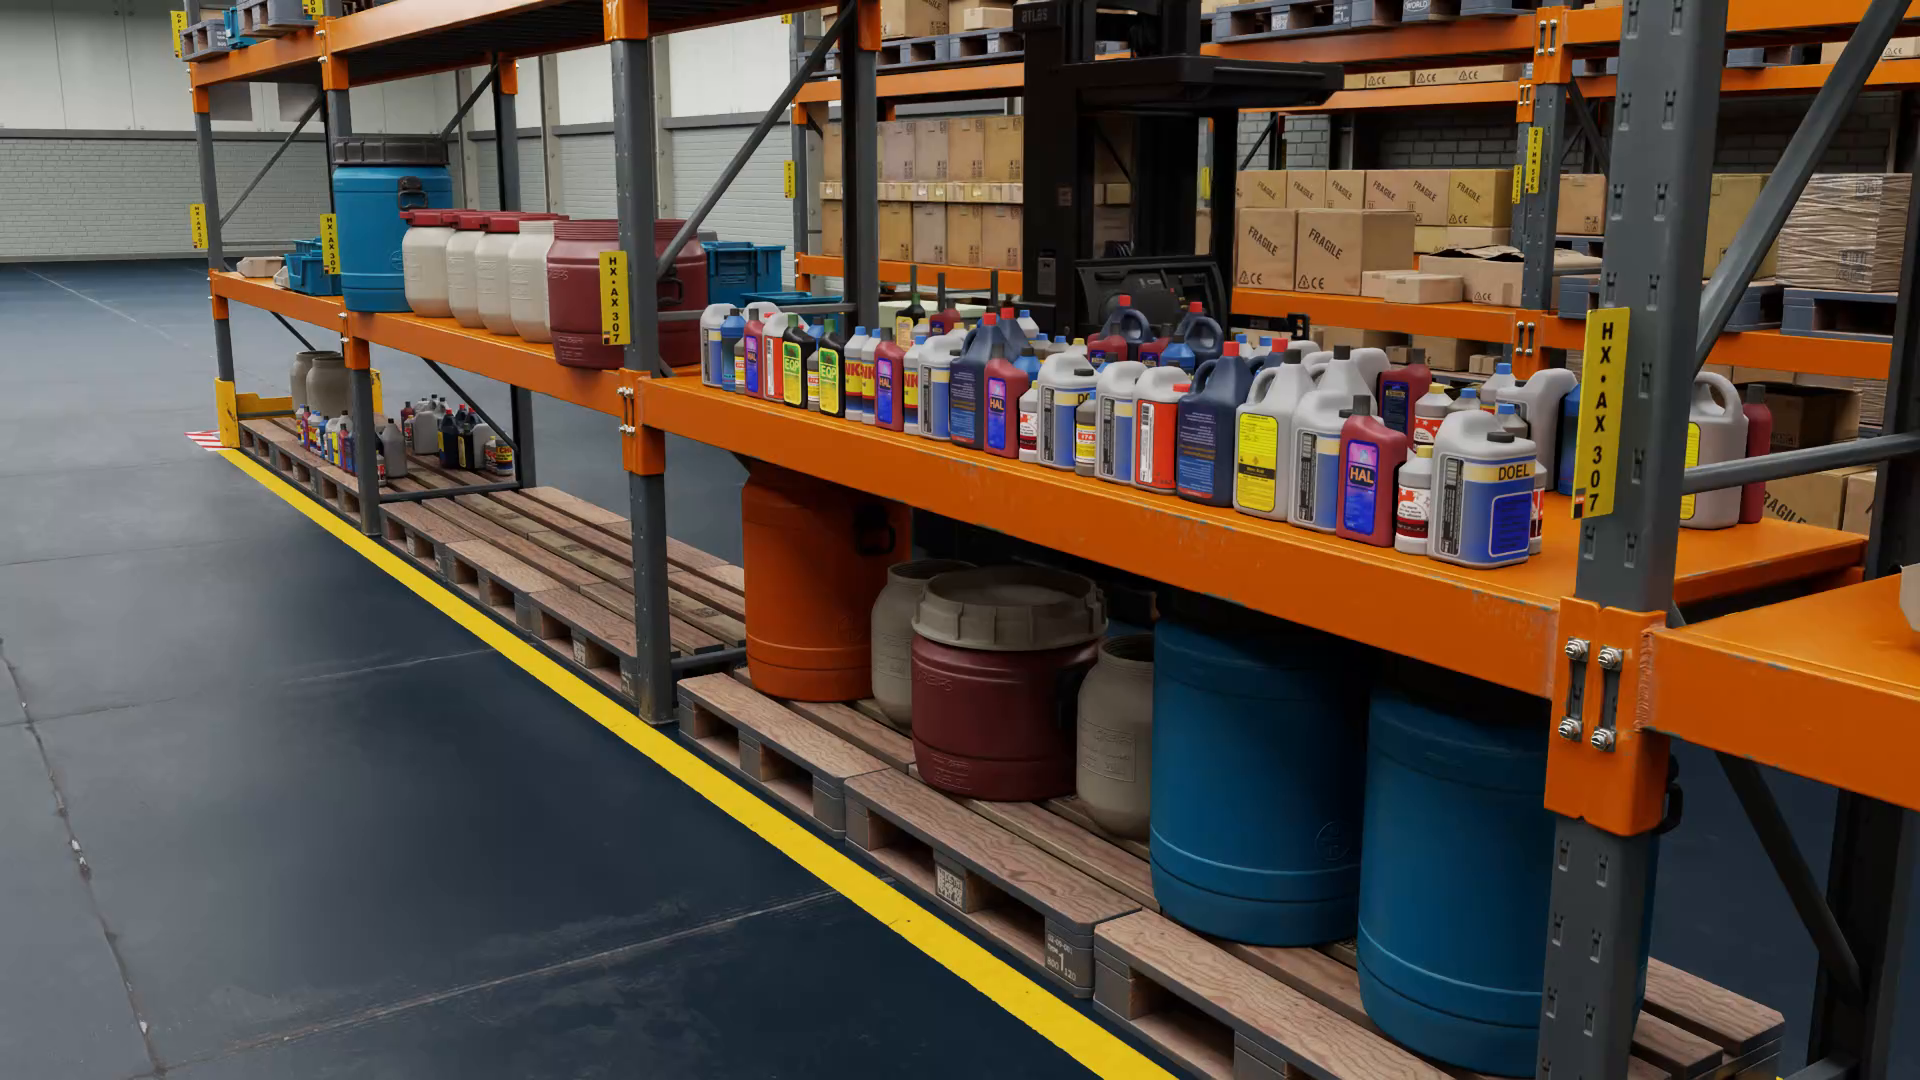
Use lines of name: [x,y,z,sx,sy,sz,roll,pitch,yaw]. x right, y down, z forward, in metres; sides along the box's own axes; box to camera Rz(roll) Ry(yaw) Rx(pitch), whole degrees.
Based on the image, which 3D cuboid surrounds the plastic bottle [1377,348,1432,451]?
plastic bottle: [1.116,-0.343,4.180,0.061,0.283,0.133,-8,15,-33]

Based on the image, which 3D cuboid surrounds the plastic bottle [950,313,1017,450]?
plastic bottle: [0.064,-0.422,4.388,0.144,0.351,0.185,-8,15,-33]

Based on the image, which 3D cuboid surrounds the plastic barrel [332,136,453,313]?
plastic barrel: [-3.014,-1.689,8.890,0.600,0.901,0.708,-8,15,-33]

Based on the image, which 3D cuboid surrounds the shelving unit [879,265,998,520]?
shelving unit: [-0.184,-0.772,9.379,0.431,1.500,0.755,-10,16,-38]

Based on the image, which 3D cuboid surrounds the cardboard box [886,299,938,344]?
cardboard box: [-0.388,-1.776,14.160,0.500,0.500,0.500,-8,15,-33]

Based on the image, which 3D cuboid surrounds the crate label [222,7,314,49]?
crate label: [-4.430,-3.281,10.670,0.502,0.251,0.408,-8,15,-33]

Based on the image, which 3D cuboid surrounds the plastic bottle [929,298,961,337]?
plastic bottle: [-0.053,-0.718,5.896,0.061,0.283,0.133,-8,15,-33]

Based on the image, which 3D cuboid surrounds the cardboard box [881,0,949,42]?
cardboard box: [-0.374,-4.306,13.464,0.500,0.500,0.500,-8,15,-33]

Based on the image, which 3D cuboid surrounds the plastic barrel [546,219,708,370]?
plastic barrel: [-1.269,-0.950,6.368,0.600,0.536,0.708,-8,15,-33]

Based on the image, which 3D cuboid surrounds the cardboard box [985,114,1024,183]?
cardboard box: [0.618,-2.985,12.719,0.700,0.500,0.500,-8,15,-33]

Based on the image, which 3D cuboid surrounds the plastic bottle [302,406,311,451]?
plastic bottle: [-4.337,-0.746,11.081,0.061,0.283,0.133,-8,15,-32]

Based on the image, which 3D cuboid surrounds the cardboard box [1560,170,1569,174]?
cardboard box: [5.185,-3.132,15.213,0.500,0.500,0.500,-9,15,-34]

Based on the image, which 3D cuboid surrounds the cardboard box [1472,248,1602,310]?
cardboard box: [3.201,-1.449,9.176,0.500,0.311,0.500,-7,14,-29]

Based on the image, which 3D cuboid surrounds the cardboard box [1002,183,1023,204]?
cardboard box: [0.538,-2.614,12.539,0.380,0.149,0.250,-9,15,-34]

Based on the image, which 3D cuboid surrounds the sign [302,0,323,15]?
sign: [-3.440,-2.955,8.812,0.100,0.325,0.005,-8,15,-33]

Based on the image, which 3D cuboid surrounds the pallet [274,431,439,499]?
pallet: [-3.993,-0.528,11.282,1.003,0.211,1.213,-8,15,-33]

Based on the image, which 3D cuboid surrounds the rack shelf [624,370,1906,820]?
rack shelf: [0.348,-0.130,4.619,1.077,0.370,4.000,-8,15,-33]

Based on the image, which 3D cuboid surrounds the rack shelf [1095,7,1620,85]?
rack shelf: [2.258,-2.893,10.230,1.077,0.370,4.000,-8,15,-33]

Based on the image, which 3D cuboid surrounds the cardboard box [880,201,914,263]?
cardboard box: [-0.253,-2.628,14.124,0.700,0.500,0.500,-8,15,-32]

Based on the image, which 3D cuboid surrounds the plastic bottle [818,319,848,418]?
plastic bottle: [-0.369,-0.512,4.957,0.061,0.283,0.133,-8,15,-33]

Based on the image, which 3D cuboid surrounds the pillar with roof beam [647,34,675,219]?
pillar with roof beam: [-9.393,-9.033,29.604,9.100,9.000,0.400,-8,15,-33]

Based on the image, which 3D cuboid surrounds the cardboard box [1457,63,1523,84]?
cardboard box: [4.784,-4.306,14.730,0.500,0.500,0.500,-8,14,-31]

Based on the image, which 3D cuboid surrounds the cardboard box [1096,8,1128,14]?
cardboard box: [1.090,-4.043,12.262,0.500,0.500,0.500,-7,14,-28]

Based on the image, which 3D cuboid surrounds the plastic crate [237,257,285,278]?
plastic crate: [-4.964,-1.934,11.801,0.298,0.136,0.250,-8,15,-33]

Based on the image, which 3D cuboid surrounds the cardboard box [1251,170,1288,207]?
cardboard box: [3.335,-3.526,17.013,0.500,0.500,0.500,-8,15,-33]

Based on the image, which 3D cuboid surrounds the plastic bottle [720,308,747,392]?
plastic bottle: [-0.748,-0.635,5.547,0.097,0.271,0.097,0,12,0]

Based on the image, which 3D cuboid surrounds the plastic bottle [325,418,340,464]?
plastic bottle: [-3.945,-0.634,10.587,0.152,0.276,0.135,-8,15,-32]

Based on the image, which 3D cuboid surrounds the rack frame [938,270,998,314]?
rack frame: [0.044,-0.710,9.100,0.400,1.500,0.023,-10,16,-38]

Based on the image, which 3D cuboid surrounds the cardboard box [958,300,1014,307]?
cardboard box: [0.321,-1.749,14.034,0.500,0.500,0.500,-8,15,-33]

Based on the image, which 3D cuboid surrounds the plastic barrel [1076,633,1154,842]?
plastic barrel: [0.538,0.549,4.672,0.421,0.512,0.421,0,12,0]

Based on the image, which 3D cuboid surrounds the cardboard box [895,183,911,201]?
cardboard box: [-0.313,-2.887,13.791,0.380,0.149,0.250,-8,15,-33]

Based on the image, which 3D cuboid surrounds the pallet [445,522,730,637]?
pallet: [-1.829,0.166,8.109,1.003,0.211,1.213,-8,15,-33]

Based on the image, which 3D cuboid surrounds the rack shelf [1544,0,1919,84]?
rack shelf: [4.474,-2.181,6.977,1.077,0.370,4.000,-8,15,-33]

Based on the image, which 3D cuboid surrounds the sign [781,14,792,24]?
sign: [-1.532,-4.712,14.635,0.100,0.325,0.005,-8,15,-33]

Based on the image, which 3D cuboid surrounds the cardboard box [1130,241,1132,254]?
cardboard box: [1.459,-1.979,11.739,0.500,0.250,0.500,-7,14,-29]

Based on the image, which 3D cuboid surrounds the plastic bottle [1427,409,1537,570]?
plastic bottle: [0.969,-0.097,3.075,0.152,0.276,0.135,-8,15,-33]

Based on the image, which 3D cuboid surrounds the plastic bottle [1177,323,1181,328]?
plastic bottle: [0.629,-0.499,4.895,0.061,0.283,0.133,-8,15,-33]

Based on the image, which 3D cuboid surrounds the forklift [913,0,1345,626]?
forklift: [1.062,-1.160,7.807,1.130,2.935,3.031,-10,16,-38]

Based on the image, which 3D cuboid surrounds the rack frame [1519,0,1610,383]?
rack frame: [3.366,-1.423,8.847,1.000,3.000,0.127,-8,15,-33]

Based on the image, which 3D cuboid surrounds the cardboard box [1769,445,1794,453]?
cardboard box: [3.675,-0.209,8.120,0.500,0.500,0.500,-9,15,-35]

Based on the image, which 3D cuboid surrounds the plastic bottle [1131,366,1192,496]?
plastic bottle: [0.487,-0.252,3.782,0.152,0.276,0.135,-8,15,-33]

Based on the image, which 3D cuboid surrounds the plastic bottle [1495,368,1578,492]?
plastic bottle: [1.314,-0.258,3.809,0.152,0.276,0.135,-8,15,-33]

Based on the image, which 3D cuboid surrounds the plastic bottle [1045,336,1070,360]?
plastic bottle: [0.320,-0.551,5.326,0.097,0.201,0.097,0,12,0]

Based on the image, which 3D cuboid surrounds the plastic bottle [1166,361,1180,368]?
plastic bottle: [0.506,-0.292,3.975,0.097,0.271,0.097,0,12,0]

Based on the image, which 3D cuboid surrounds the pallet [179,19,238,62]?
pallet: [-4.815,-3.474,11.649,1.003,0.211,1.213,-8,15,-33]

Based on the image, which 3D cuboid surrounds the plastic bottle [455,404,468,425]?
plastic bottle: [-3.182,-0.696,10.693,0.144,0.351,0.185,-9,15,-35]

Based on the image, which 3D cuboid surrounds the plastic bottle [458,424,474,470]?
plastic bottle: [-3.078,-0.587,10.352,0.061,0.283,0.133,-8,15,-33]

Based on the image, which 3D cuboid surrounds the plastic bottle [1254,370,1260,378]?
plastic bottle: [0.782,-0.344,4.379,0.097,0.201,0.097,0,12,0]

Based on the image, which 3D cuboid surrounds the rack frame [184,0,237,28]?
rack frame: [-5.192,-5.191,12.034,1.000,3.000,0.127,-8,15,-33]

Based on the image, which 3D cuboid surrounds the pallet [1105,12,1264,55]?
pallet: [1.649,-3.351,11.090,0.805,0.209,1.217,-9,15,-35]

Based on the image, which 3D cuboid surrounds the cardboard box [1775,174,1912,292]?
cardboard box: [4.156,-1.393,7.493,0.700,0.500,0.500,-5,13,-22]

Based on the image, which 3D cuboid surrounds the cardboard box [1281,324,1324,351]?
cardboard box: [3.680,-2.099,17.203,0.500,0.311,0.500,-7,14,-28]
